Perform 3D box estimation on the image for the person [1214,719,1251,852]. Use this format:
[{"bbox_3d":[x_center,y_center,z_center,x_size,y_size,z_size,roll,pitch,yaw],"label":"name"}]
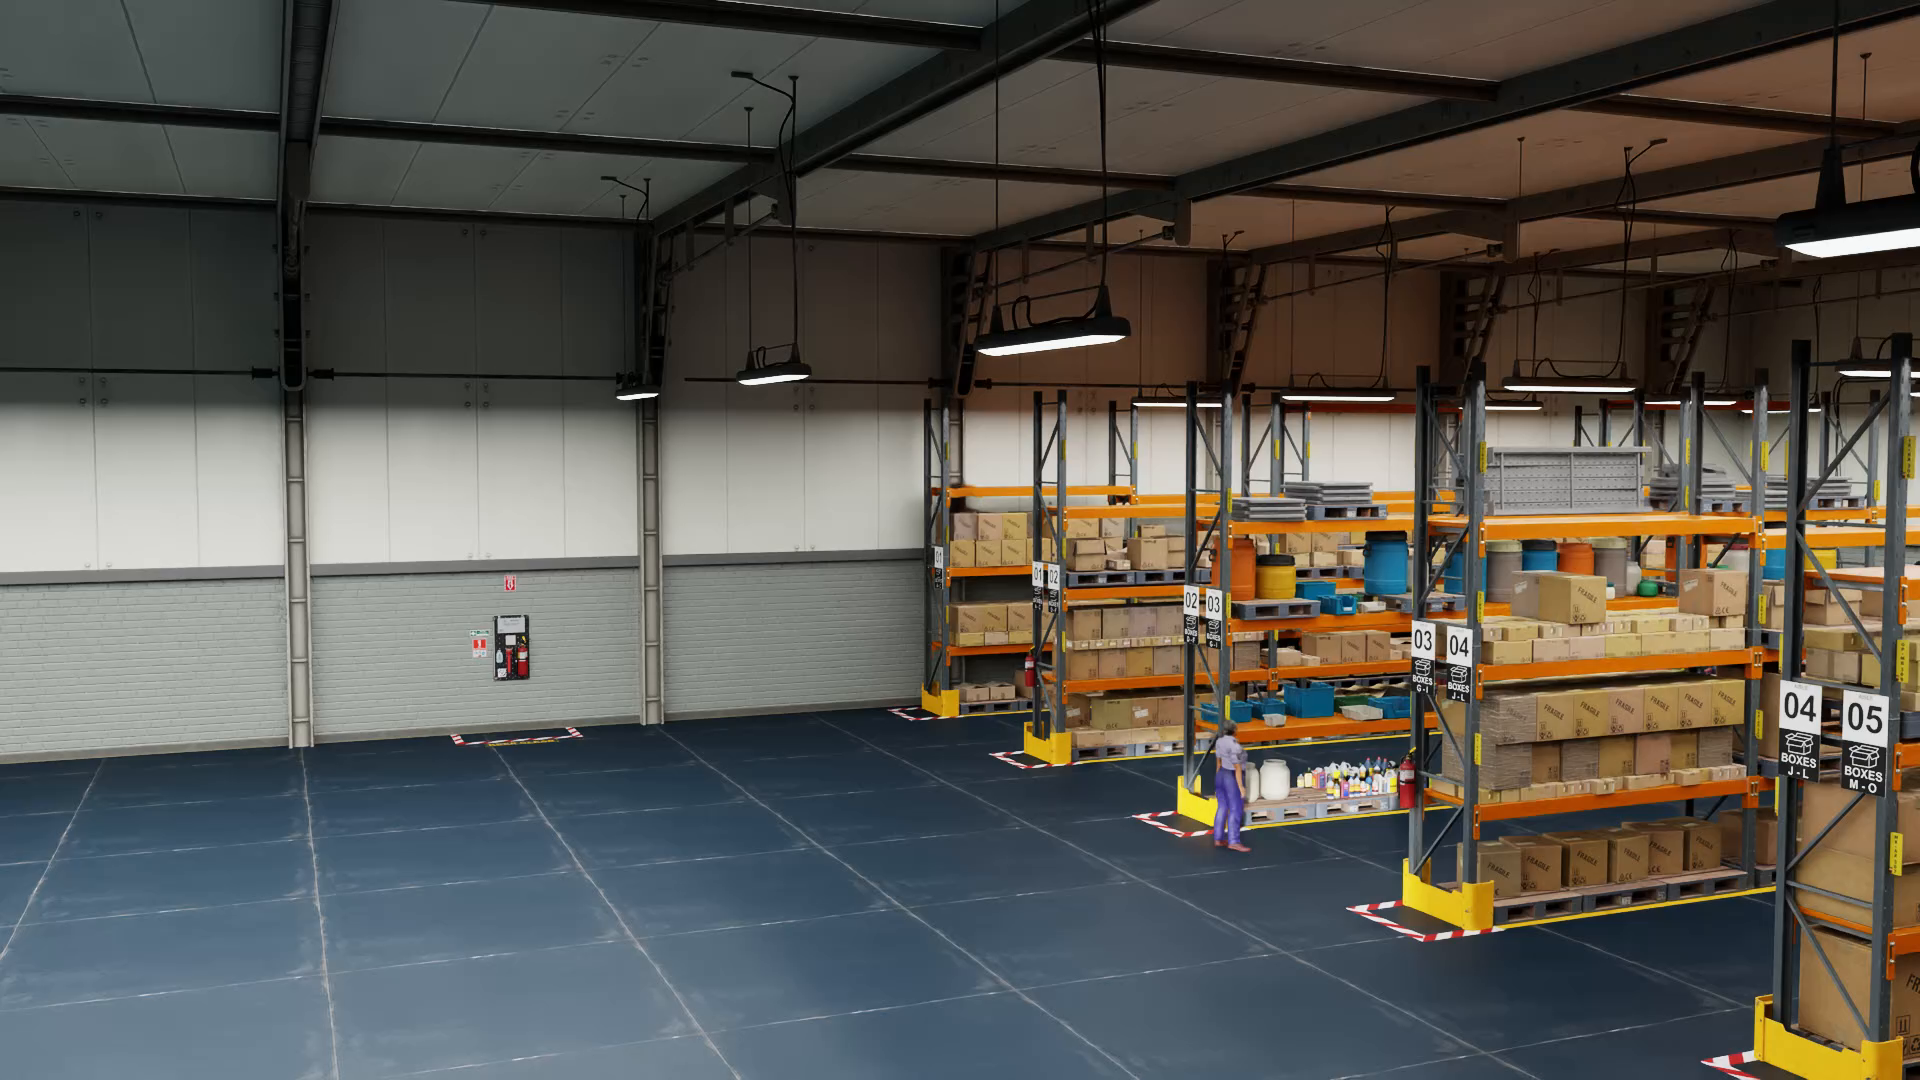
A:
[{"bbox_3d":[3.463,3.112,21.150,0.346,1.639,0.533,-1,4,-23],"label":"person"}]
